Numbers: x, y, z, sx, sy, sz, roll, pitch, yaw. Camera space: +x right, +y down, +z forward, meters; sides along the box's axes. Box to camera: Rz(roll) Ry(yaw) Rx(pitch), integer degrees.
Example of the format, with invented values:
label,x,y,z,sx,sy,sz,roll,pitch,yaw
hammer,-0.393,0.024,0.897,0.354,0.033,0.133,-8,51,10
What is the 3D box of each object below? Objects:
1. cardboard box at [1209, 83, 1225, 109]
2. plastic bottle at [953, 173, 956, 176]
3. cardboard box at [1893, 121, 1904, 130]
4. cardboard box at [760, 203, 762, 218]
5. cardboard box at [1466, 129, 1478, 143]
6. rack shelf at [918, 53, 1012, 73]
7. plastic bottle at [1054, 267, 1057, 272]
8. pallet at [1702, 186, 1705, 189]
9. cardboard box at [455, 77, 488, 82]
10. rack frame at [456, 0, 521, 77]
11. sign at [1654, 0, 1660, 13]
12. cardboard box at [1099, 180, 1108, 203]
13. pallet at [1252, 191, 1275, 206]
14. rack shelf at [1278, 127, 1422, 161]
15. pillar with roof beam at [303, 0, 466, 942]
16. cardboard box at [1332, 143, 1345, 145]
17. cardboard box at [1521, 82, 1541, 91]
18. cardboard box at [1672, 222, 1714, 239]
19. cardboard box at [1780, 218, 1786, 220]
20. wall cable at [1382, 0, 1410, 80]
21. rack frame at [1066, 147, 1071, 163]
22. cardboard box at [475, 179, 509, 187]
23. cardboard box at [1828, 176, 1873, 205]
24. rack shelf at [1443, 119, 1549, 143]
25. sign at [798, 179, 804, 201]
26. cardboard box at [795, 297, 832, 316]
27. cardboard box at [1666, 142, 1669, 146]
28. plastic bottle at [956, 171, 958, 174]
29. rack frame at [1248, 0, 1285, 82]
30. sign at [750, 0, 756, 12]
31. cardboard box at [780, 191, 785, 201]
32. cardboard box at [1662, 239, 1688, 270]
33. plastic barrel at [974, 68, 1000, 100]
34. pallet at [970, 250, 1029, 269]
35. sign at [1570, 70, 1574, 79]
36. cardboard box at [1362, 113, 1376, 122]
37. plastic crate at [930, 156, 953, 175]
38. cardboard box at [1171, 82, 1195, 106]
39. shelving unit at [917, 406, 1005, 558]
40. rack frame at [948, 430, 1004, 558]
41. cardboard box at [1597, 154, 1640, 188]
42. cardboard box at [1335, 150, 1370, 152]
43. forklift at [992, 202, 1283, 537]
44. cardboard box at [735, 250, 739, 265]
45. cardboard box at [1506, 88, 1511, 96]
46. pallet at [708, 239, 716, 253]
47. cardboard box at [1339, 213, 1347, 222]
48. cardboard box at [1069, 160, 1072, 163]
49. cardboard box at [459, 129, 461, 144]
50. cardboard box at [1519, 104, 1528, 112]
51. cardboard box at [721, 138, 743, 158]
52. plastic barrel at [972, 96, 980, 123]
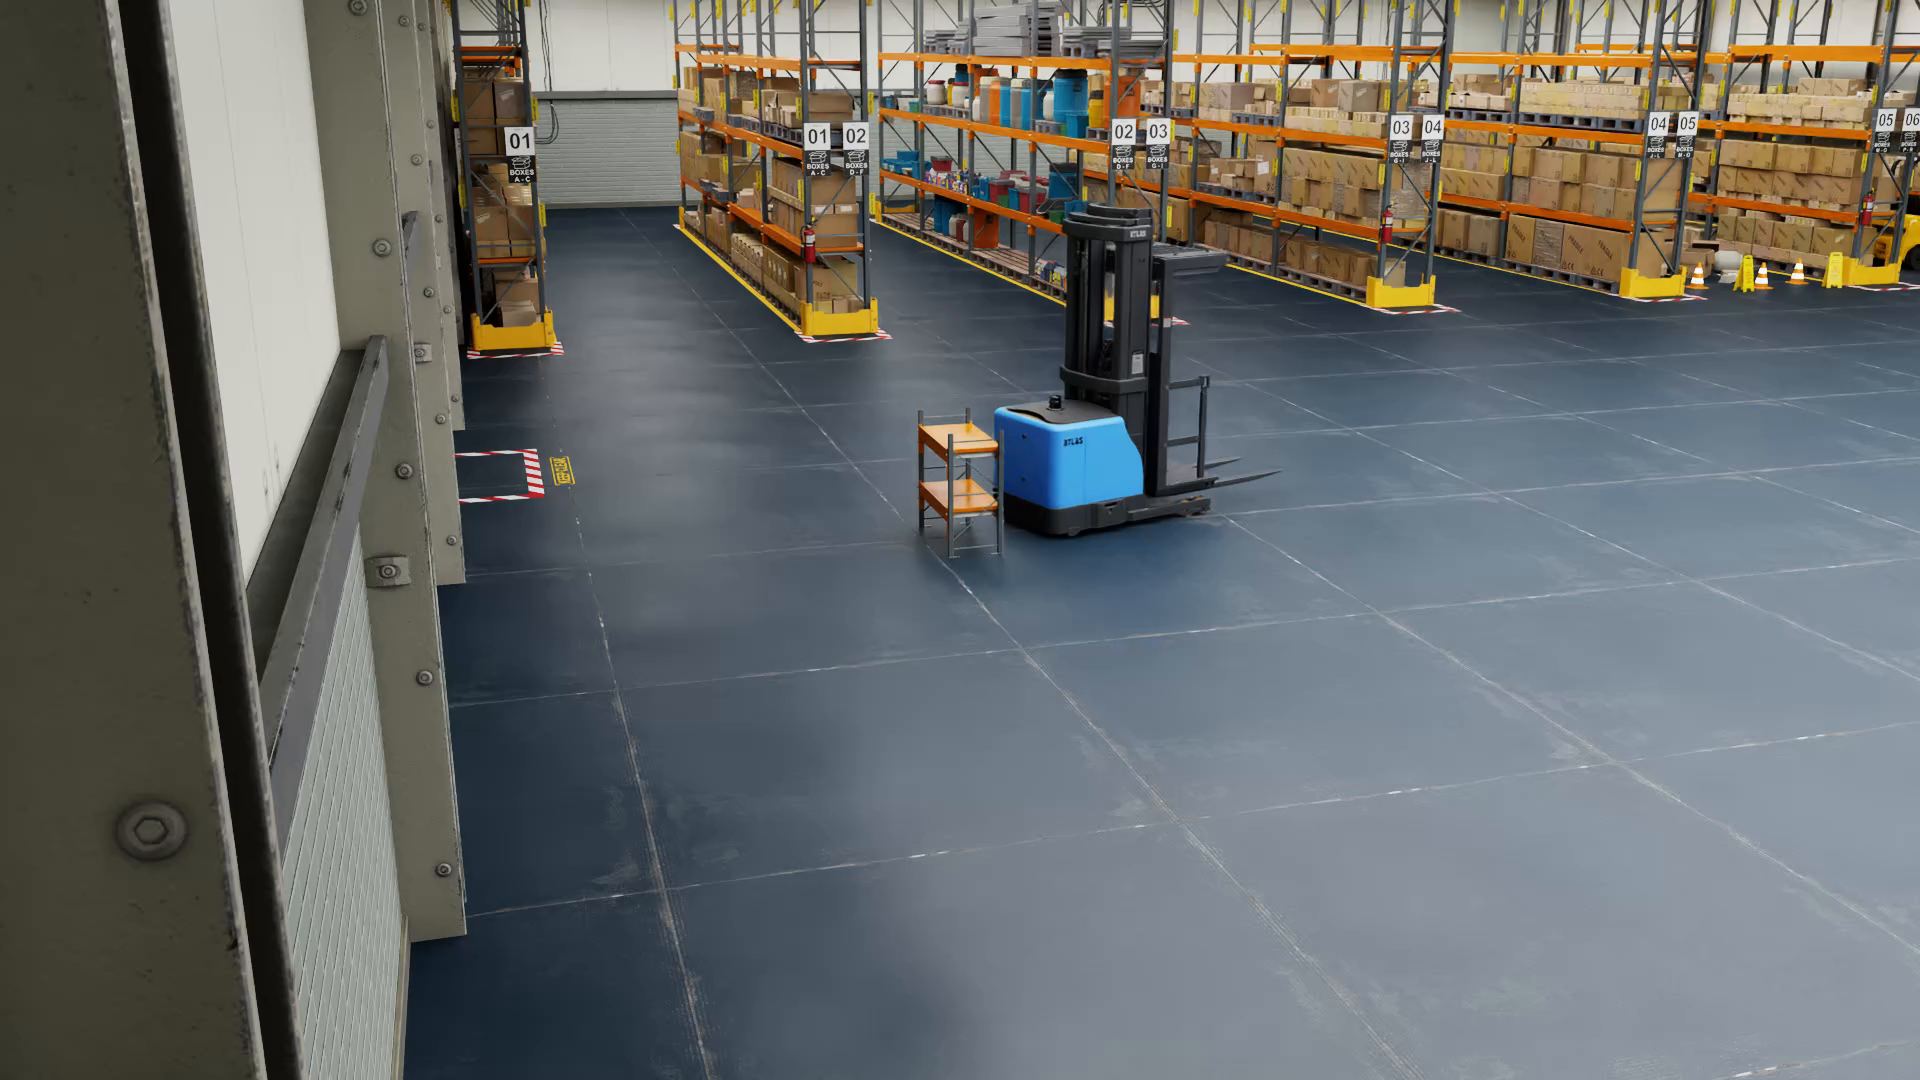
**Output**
label,x,y,z,sx,sy,sz,roll,pitch,yaw
cardboard box,5.452,-9.131,34.178,0.500,0.500,0.500,-5,17,-15
plastic bottle,-0.123,-8.220,37.745,0.097,0.201,0.097,0,17,0
cardboard box,17.382,-7.703,30.902,0.380,0.149,0.250,-5,17,-15
cardboard box,-3.411,-5.974,30.158,0.396,0.266,0.258,-5,17,-17
cardboard box,13.336,-10.365,42.629,0.500,0.500,0.500,-5,17,-16
rack shelf,0.122,-10.197,35.501,1.077,0.370,4.000,-5,17,-15
plastic bottle,1.722,-4.758,29.855,0.097,0.271,0.097,0,17,0
pallet,15.546,-7.846,36.488,1.003,0.211,1.213,-5,17,-15
cardboard box,-7.895,-7.232,26.951,0.500,0.500,0.500,-4,17,-14
rack frame,-7.755,-8.290,27.207,1.000,3.000,0.127,-5,17,-15
sign,11.904,-9.169,28.372,0.100,0.325,0.005,-5,17,-15
cardboard box,3.983,-8.426,41.051,0.875,0.875,0.875,-5,17,-15
pallet,6.463,-6.723,32.751,1.003,0.211,1.213,-5,17,-15
rack shelf,7.083,-7.131,29.811,1.077,0.370,4.000,-5,17,-15
pillar with roof beam,1.407,-2.671,8.498,9.100,9.000,0.400,-5,17,-15
cardboard box,9.242,-9.982,40.839,0.500,0.500,0.500,-4,17,-14
cardboard box,11.103,-8.776,32.184,0.380,0.149,0.250,-5,17,-15
cardboard box,15.714,-6.662,36.050,0.950,0.372,0.625,-4,17,-12
cardboard box,16.765,-6.195,33.405,0.500,0.500,0.500,-4,17,-12
wall cable,14.342,-15.406,50.829,2.988,3.039,0.133,-5,17,-15
rack frame,3.235,-9.911,43.031,1.000,3.000,0.127,-5,17,-15
cardboard box,-8.219,-6.154,29.585,0.700,0.500,0.500,-2,17,-8
cardboard box,16.747,-6.588,31.276,0.500,0.500,0.500,-5,17,-16
rack shelf,10.780,-8.601,34.707,1.077,0.370,4.000,-5,17,-15
sign,-2.419,-5.332,25.363,0.100,0.325,0.005,-5,17,-15
cardboard box,-2.325,-3.713,26.445,0.500,0.250,0.500,-5,17,-15
cardboard box,15.683,-8.754,36.630,0.380,0.149,0.250,-6,18,-18
plastic bottle,-0.008,-8.270,37.784,0.152,0.276,0.135,-5,17,-15
rack frame,8.032,-13.149,43.381,1.000,3.000,0.127,-5,17,-15
sign,-3.511,-9.122,28.215,0.100,0.325,0.005,-5,17,-15
cardboard box,-2.823,-5.796,28.031,0.380,0.149,0.250,-5,18,-17
cardboard box,13.979,-5.682,33.056,0.797,0.637,0.503,-5,17,-15
plastic barrel,0.519,-9.307,34.331,0.600,0.830,0.708,-5,17,-15
pallet,0.847,-5.754,34.038,1.003,0.211,1.213,-5,17,-15
sign,17.014,-12.900,46.249,0.100,0.325,0.005,-5,17,-15
cardboard box,7.117,-7.242,28.498,0.380,0.149,0.250,-5,18,-18
plastic crate,-0.432,-8.739,38.915,0.402,0.464,0.583,-5,17,-15
cardboard box,4.875,-9.779,36.473,0.500,0.500,0.500,-4,17,-12
shelving unit,-0.002,-0.541,15.094,0.538,1.125,1.048,-5,17,-15
rack frame,0.138,-0.400,14.626,0.500,1.125,0.032,-5,17,-15
cardboard box,12.125,-6.689,30.167,0.875,0.550,0.550,-5,17,-15
cardboard box,7.197,-6.882,30.517,0.500,0.500,0.500,-5,17,-15
forklift,1.819,-1.737,15.936,3.031,2.935,1.130,-11,20,-32
cardboard box,-4.091,-5.493,32.374,0.500,0.250,0.500,-5,17,-17
cardboard box,13.664,-10.996,40.931,0.396,0.266,0.258,-5,17,-16
pallet,-4.931,-6.465,36.406,1.003,0.211,1.213,-5,17,-15
cardboard box,6.996,-5.772,29.689,0.380,0.149,0.250,-5,17,-15
cardboard box,3.016,-9.667,42.654,0.380,0.149,0.250,-4,17,-15
cardboard box,-7.170,-6.034,24.702,0.500,0.500,0.500,-5,17,-15
cardboard box,11.103,-8.394,32.299,0.380,0.149,0.250,-5,17,-16
cardboard box,-5.050,-8.702,37.094,0.500,0.500,0.500,-4,17,-14
plastic barrel,0.462,-8.687,33.547,0.421,0.512,0.421,0,17,0
